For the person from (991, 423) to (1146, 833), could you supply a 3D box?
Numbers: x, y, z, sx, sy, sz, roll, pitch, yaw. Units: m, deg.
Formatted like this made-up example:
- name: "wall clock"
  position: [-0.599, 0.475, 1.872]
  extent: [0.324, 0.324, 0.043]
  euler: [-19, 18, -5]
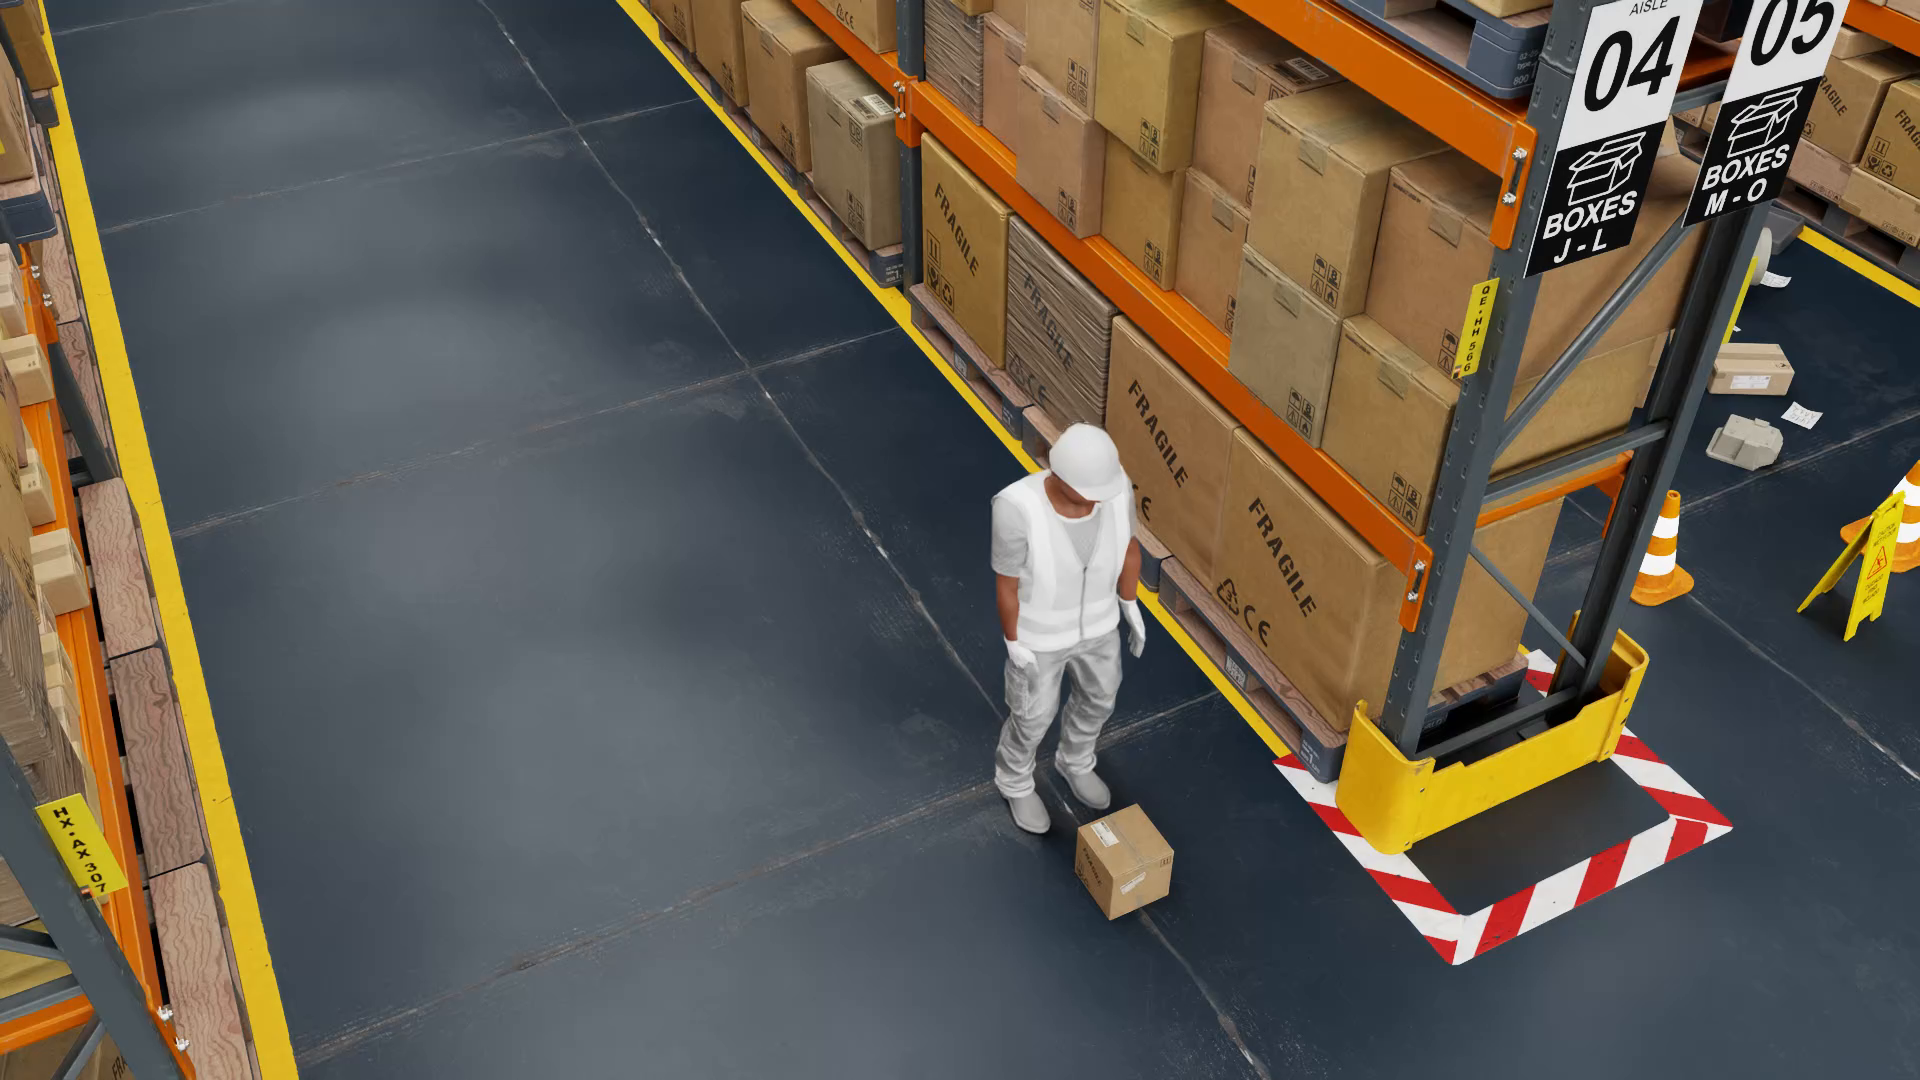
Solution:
- name: "person"
  position: [0.377, 0.296, 5.815]
  extent: [0.554, 1.769, 0.379]
  euler: [-18, 44, -20]
